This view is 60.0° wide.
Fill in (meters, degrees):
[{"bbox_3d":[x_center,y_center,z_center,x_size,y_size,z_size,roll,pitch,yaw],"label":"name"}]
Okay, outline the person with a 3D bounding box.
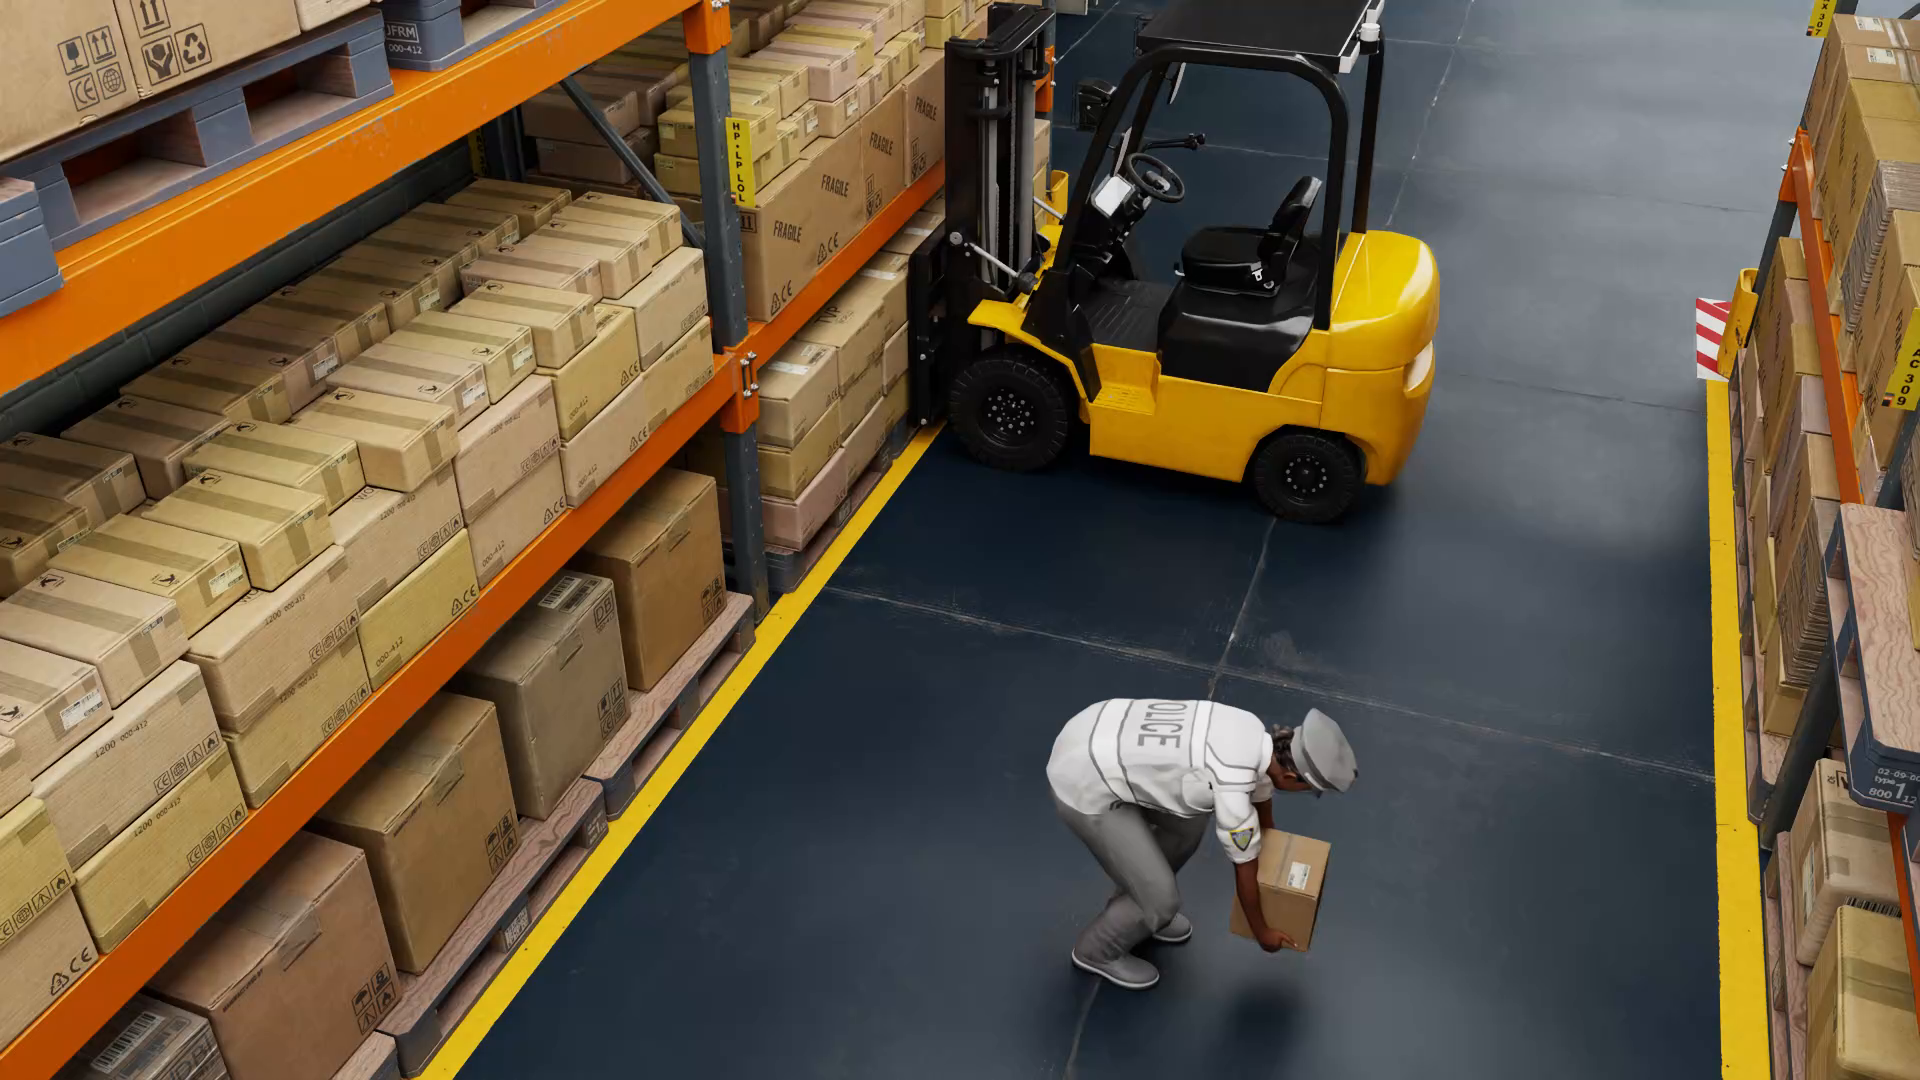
[{"bbox_3d":[0.732,0.947,5.240,0.932,1.080,0.445,10,35,14],"label":"person"}]
